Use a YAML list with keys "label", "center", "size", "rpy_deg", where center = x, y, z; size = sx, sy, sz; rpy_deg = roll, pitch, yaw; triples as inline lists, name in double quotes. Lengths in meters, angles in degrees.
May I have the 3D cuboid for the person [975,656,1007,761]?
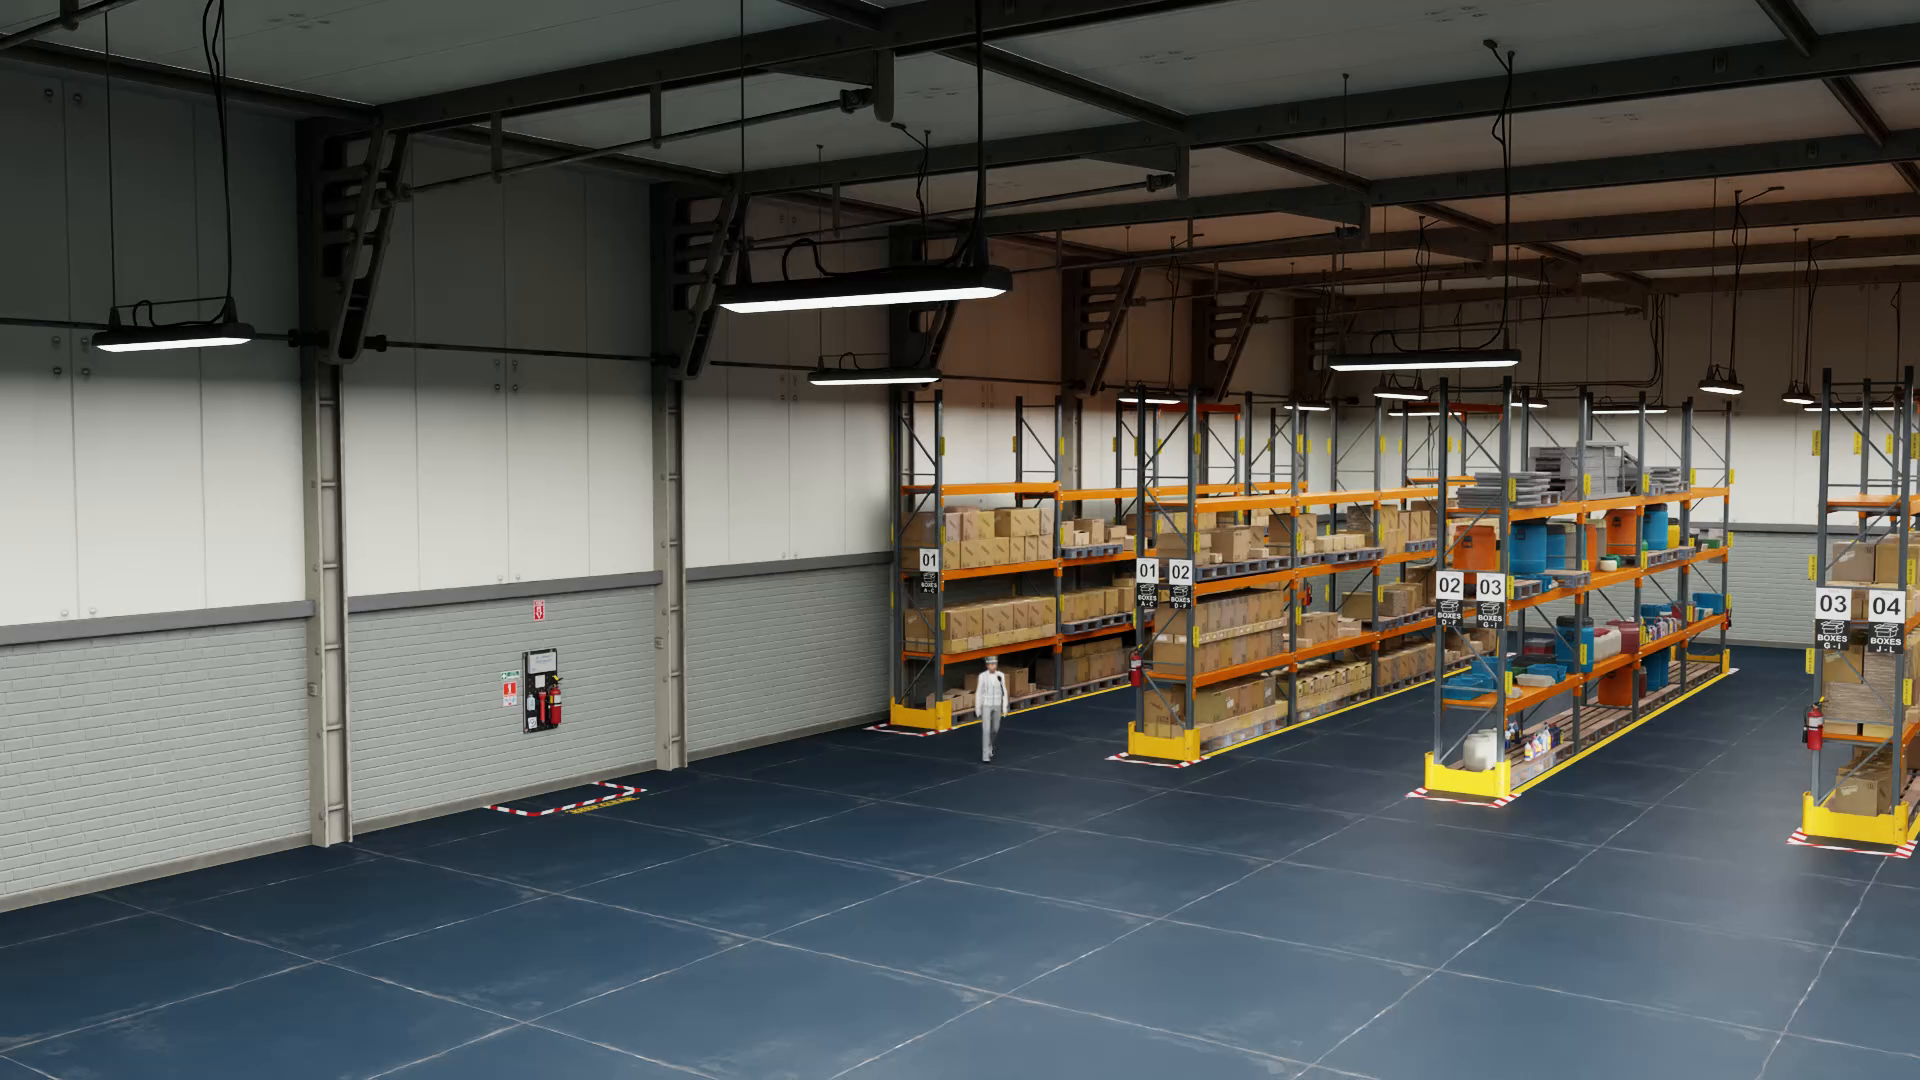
- label: "person"
  center: [0.488, 2.680, 26.686]
  size: [0.518, 1.698, 0.658]
  rpy_deg: [-1, 3, -18]
